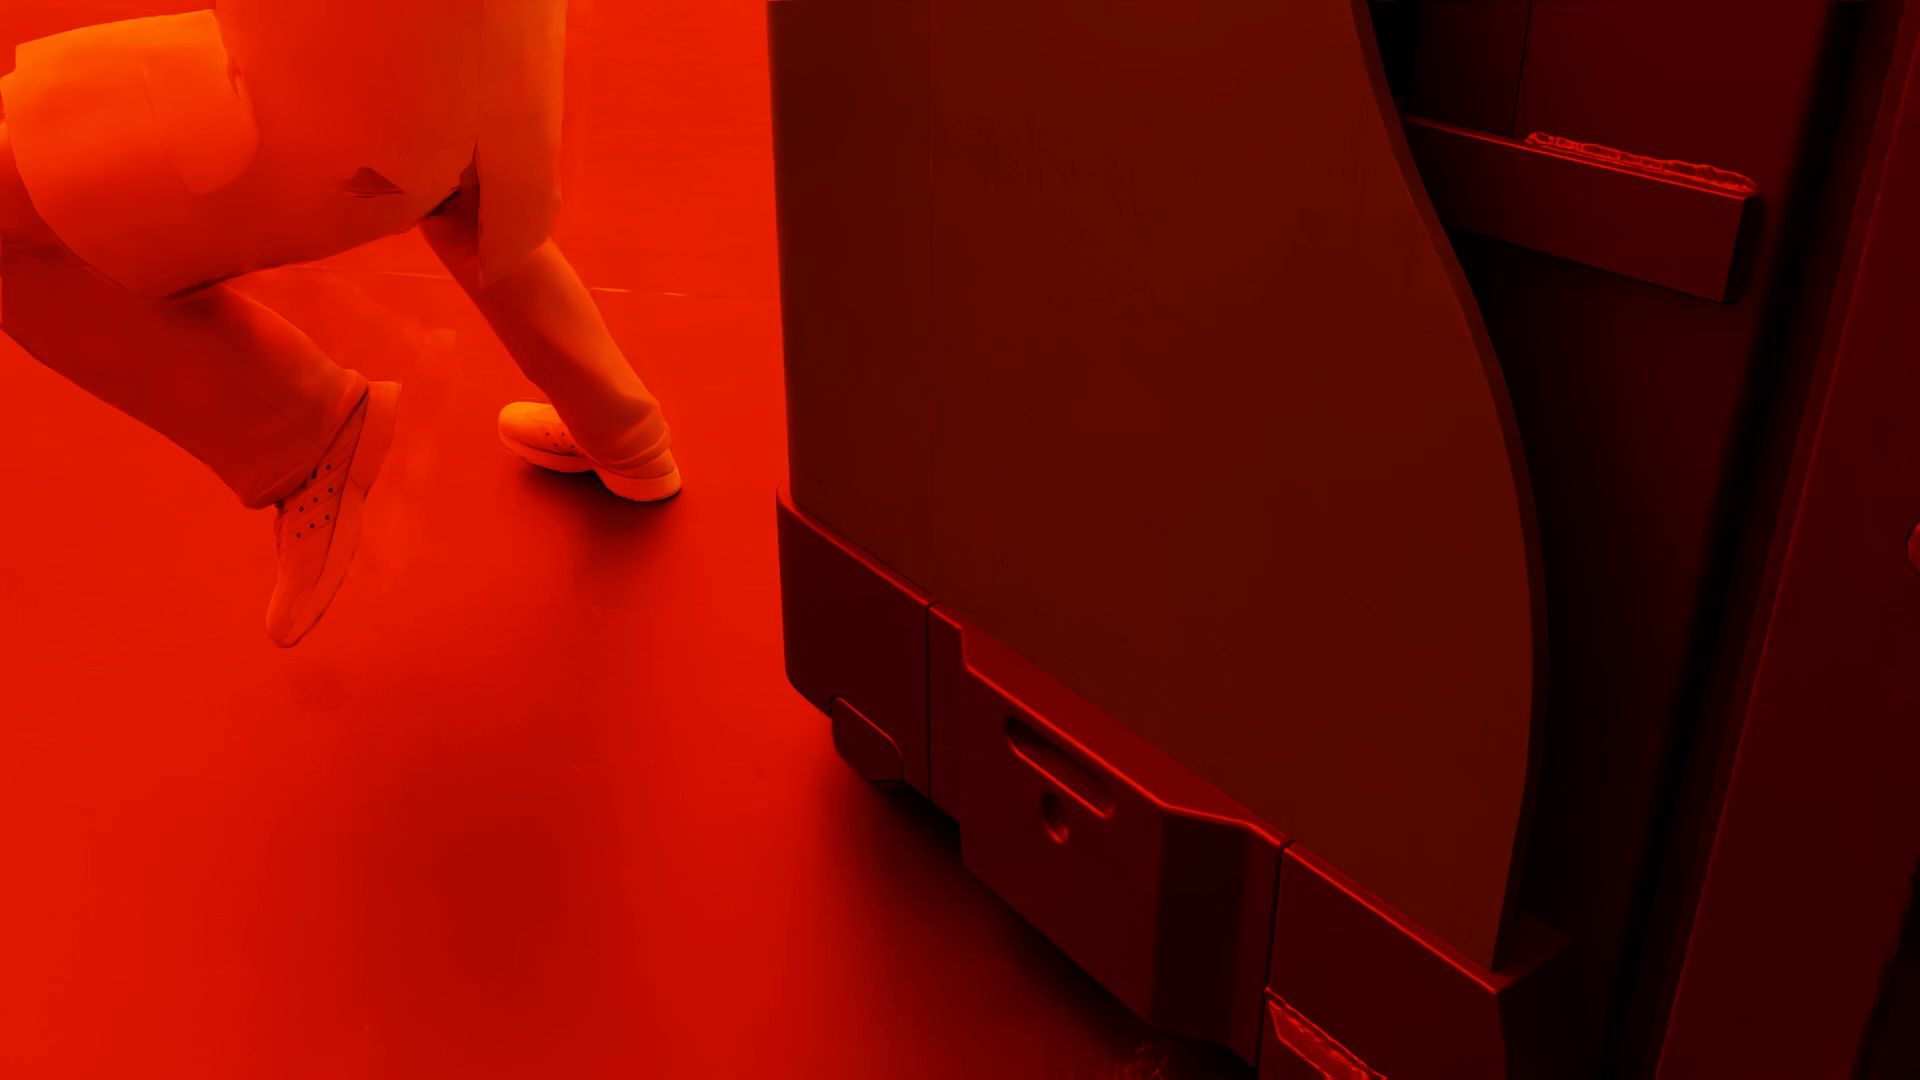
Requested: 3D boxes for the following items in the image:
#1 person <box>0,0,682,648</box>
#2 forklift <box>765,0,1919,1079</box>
[{"bbox_3d":[-0.812,-0.632,2.063,0.827,1.521,0.949,18,32,32],"label":"person"},{"bbox_3d":[1.061,-0.690,0.614,1.130,2.935,3.031,-18,32,-32],"label":"forklift"}]
